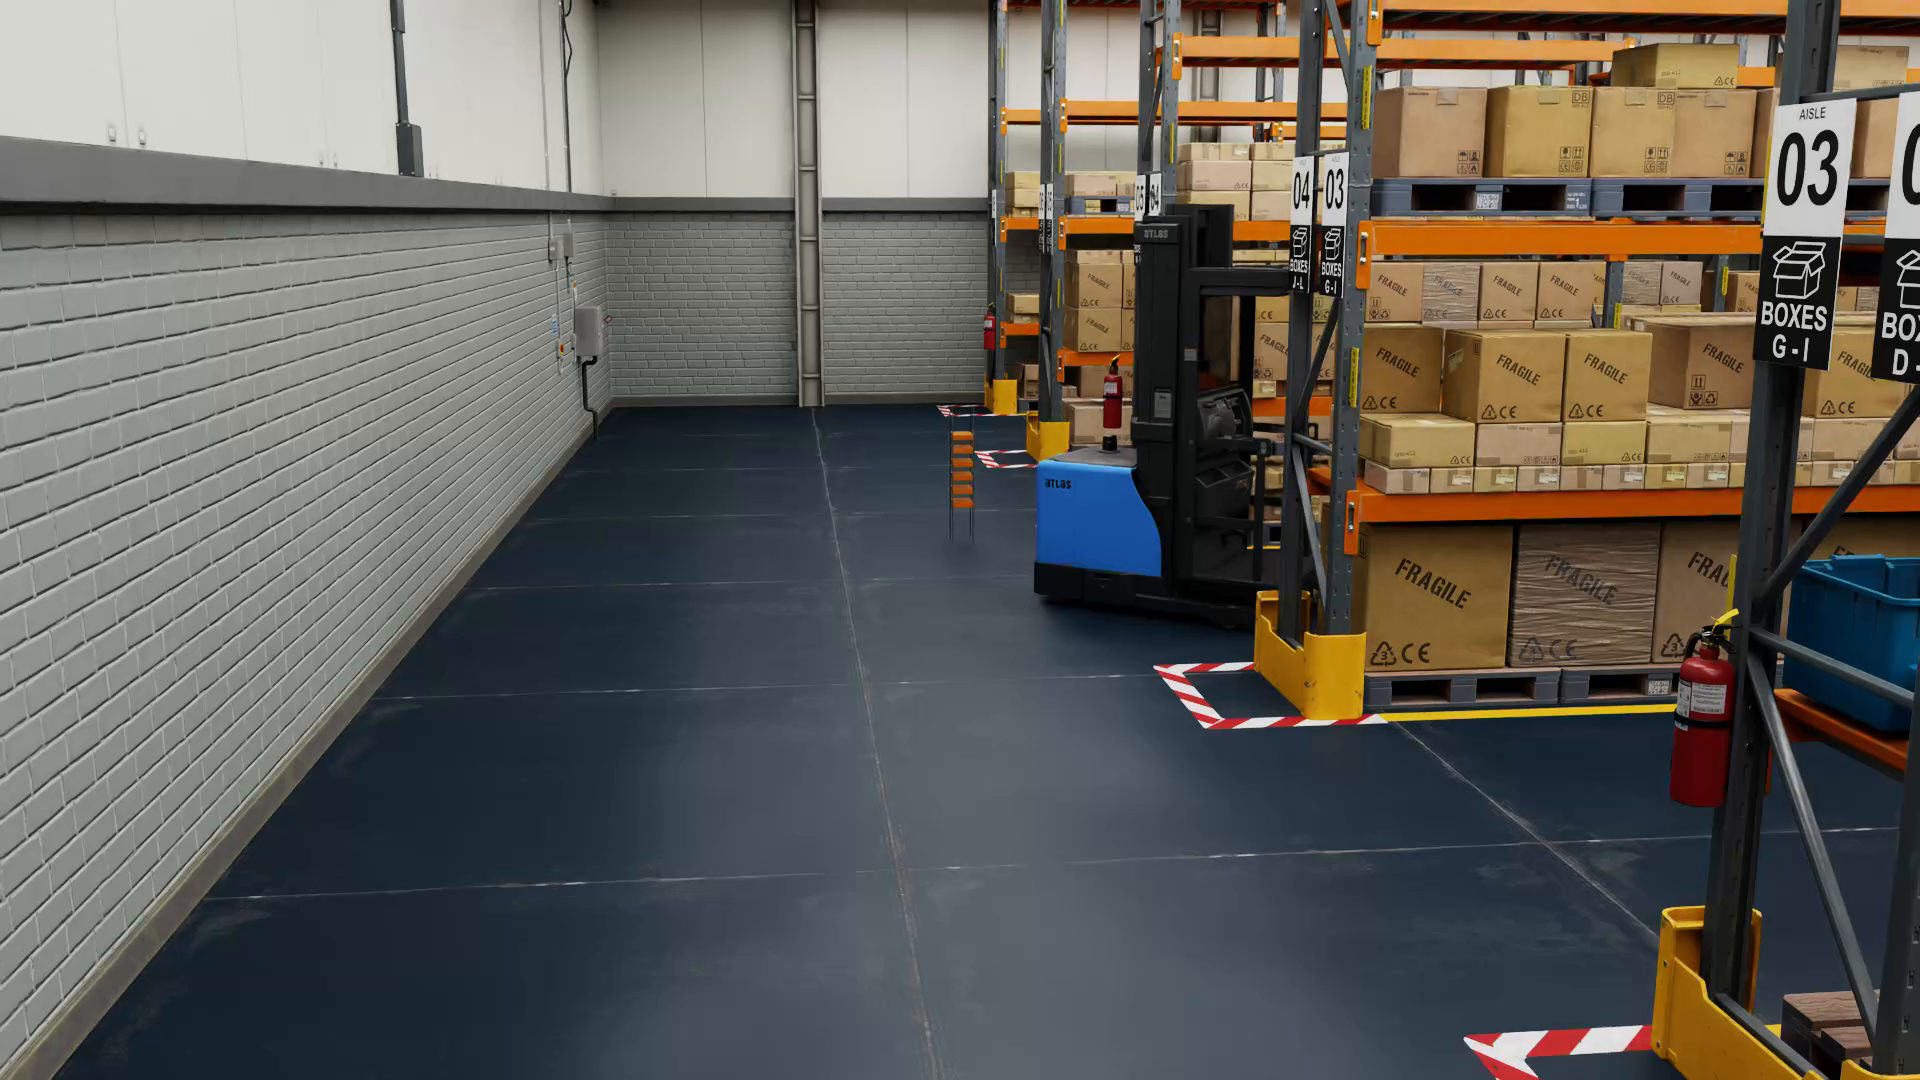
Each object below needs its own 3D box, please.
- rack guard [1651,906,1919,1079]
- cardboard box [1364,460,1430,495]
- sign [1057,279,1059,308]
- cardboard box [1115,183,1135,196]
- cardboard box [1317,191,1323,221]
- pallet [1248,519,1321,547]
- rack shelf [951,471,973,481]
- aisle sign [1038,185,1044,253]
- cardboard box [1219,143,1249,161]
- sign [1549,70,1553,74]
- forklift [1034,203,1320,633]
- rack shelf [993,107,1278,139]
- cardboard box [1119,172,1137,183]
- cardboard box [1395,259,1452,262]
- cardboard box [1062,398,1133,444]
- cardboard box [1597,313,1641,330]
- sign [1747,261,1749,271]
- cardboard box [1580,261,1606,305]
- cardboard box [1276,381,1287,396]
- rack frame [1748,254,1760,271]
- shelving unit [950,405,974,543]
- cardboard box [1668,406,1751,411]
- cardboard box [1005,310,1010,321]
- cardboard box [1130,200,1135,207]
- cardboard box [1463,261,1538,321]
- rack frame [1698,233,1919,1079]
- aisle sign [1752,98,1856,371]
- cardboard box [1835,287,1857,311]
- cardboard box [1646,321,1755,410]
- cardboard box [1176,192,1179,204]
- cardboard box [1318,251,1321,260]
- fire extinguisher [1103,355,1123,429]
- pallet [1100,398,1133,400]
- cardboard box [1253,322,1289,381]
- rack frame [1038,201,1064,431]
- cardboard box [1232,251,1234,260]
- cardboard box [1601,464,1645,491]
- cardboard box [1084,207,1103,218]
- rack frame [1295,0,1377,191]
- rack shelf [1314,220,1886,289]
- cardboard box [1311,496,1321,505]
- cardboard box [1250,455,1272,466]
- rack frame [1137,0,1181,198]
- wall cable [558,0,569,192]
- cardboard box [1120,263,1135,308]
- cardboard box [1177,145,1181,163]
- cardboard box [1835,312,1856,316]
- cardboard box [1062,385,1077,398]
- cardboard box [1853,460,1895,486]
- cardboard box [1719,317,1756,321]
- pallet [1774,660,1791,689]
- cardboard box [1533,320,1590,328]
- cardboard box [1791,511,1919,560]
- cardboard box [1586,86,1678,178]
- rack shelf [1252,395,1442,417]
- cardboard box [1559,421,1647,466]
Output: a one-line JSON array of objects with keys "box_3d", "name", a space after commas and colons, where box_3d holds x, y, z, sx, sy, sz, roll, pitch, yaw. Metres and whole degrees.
[{"box_3d": [2.646, 1.633, 5.268, 0.348, 0.500, 1.175, -1, 11, -6], "name": "rack guard"}, {"box_3d": [2.522, -0.368, 9.613, 0.250, 0.149, 0.380, -1, 11, -5], "name": "cardboard box"}, {"box_3d": [1.117, -2.804, 18.907, 0.005, 0.325, 0.100, -1, 11, -6], "name": "sign"}, {"box_3d": [1.909, -4.102, 19.483, 0.250, 0.149, 0.380, -2, 11, -10], "name": "cardboard box"}, {"box_3d": [3.207, -2.882, 14.364, 0.500, 0.250, 0.500, -2, 11, -8], "name": "cardboard box"}, {"box_3d": [2.585, -0.144, 15.051, 1.213, 0.211, 1.003, -1, 11, -6], "name": "pallet"}, {"box_3d": [0.014, -0.545, 14.762, 0.180, 0.103, 0.258, -1, 11, -6], "name": "rack shelf"}, {"box_3d": [0.958, -3.781, 19.584, 0.004, 0.787, 0.394, -1, 11, -6], "name": "aisle sign"}, {"box_3d": [2.300, -3.304, 14.183, 0.250, 0.149, 0.380, -1, 11, -4], "name": "cardboard box"}, {"box_3d": [8.545, -6.903, 24.025, 0.005, 0.325, 0.100, -1, 11, -6], "name": "sign"}, {"box_3d": [2.086, -0.908, 11.888, 3.031, 2.935, 1.130, 7, 13, 30], "name": "forklift"}, {"box_3d": [2.512, -6.030, 24.085, 4.000, 0.370, 1.077, -1, 11, -6], "name": "rack shelf"}, {"box_3d": [2.503, -5.182, 23.998, 0.500, 0.250, 0.500, -1, 11, -5], "name": "cardboard box"}, {"box_3d": [4.182, -2.288, 15.108, 0.500, 0.500, 0.500, -1, 11, -5], "name": "cardboard box"}, {"box_3d": [1.709, -1.429, 19.914, 0.875, 0.438, 0.875, -2, 11, -8], "name": "cardboard box"}, {"box_3d": [6.053, -2.004, 15.306, 0.250, 0.149, 0.380, -1, 11, -3], "name": "cardboard box"}, {"box_3d": [12.392, -4.219, 26.104, 0.005, 0.325, 0.100, -1, 11, -6], "name": "sign"}, {"box_3d": [7.527, -3.071, 19.863, 0.500, 0.500, 0.500, -1, 11, -6], "name": "cardboard box"}, {"box_3d": [2.821, -1.361, 14.666, 0.250, 0.149, 0.380, -1, 11, -3], "name": "cardboard box"}, {"box_3d": [12.453, -3.649, 25.654, 0.127, 3.000, 1.000, -1, 11, -6], "name": "rack frame"}, {"box_3d": [0.014, -0.589, 14.754, 0.189, 1.200, 0.258, -1, 11, -6], "name": "shelving unit"}, {"box_3d": [4.605, -0.722, 10.380, 0.500, 0.250, 0.500, -1, 11, -5], "name": "cardboard box"}, {"box_3d": [0.824, -3.334, 24.703, 0.250, 0.149, 0.380, -1, 11, -7], "name": "cardboard box"}, {"box_3d": [2.519, -4.938, 24.052, 0.500, 0.250, 0.500, -1, 11, -7], "name": "cardboard box"}, {"box_3d": [4.723, -2.196, 14.638, 0.500, 0.500, 0.500, -2, 11, -8], "name": "cardboard box"}, {"box_3d": [2.668, 0.403, 5.042, 0.127, 3.000, 1.000, -1, 11, -6], "name": "rack frame"}, {"box_3d": [2.565, -0.927, 5.069, 0.004, 0.787, 0.394, -1, 11, -6], "name": "aisle sign"}, {"box_3d": [10.533, -3.005, 20.256, 0.500, 0.500, 0.500, -1, 11, -5], "name": "cardboard box"}, {"box_3d": [4.599, -1.089, 10.305, 0.500, 0.500, 0.500, -2, 11, -8], "name": "cardboard box"}, {"box_3d": [2.122, -2.959, 14.754, 0.500, 0.250, 0.500, -1, 11, -7], "name": "cardboard box"}, {"box_3d": [4.245, -3.333, 19.514, 0.250, 0.149, 0.380, -1, 11, -6], "name": "cardboard box"}, {"box_3d": [1.398, -1.362, 15.189, 0.183, 0.674, 0.296, -1, 11, -6], "name": "fire extinguisher"}, {"box_3d": [2.602, -2.074, 24.871, 1.213, 0.211, 1.003, -1, 11, -6], "name": "pallet"}, {"box_3d": [2.704, -1.668, 14.544, 0.500, 0.500, 0.500, -1, 11, -6], "name": "cardboard box"}, {"box_3d": [1.063, -2.447, 19.540, 0.127, 3.000, 1.000, -1, 11, -6], "name": "rack frame"}, {"box_3d": [2.992, -3.284, 19.262, 0.250, 0.149, 0.380, -1, 11, -7], "name": "cardboard box"}, {"box_3d": [3.800, -0.395, 9.752, 0.250, 0.149, 0.380, -1, 11, -7], "name": "cardboard box"}, {"box_3d": [1.899, -4.715, 23.949, 0.250, 0.149, 0.380, -1, 11, -6], "name": "cardboard box"}, {"box_3d": [2.134, -3.490, 9.295, 0.127, 3.000, 1.000, -1, 11, -6], "name": "rack frame"}, {"box_3d": [4.122, -1.707, 9.865, 4.000, 0.370, 1.077, -1, 11, -6], "name": "rack shelf"}, {"box_3d": [3.026, -0.416, 14.741, 0.250, 0.149, 0.380, -1, 11, -4], "name": "cardboard box"}, {"box_3d": [2.697, -0.683, 15.325, 0.250, 0.149, 0.380, -1, 11, -7], "name": "cardboard box"}, {"box_3d": [1.698, -4.444, 14.144, 0.127, 3.000, 1.000, -1, 11, -6], "name": "rack frame"}, {"box_3d": [-4.640, -5.363, 18.818, 0.029, 3.000, 2.355, -1, 11, -6], "name": "wall cable"}, {"box_3d": [2.084, -2.954, 19.269, 0.500, 0.500, 0.500, -2, 11, -8], "name": "cardboard box"}, {"box_3d": [1.997, -3.403, 14.683, 0.250, 0.149, 0.380, -1, 11, -7], "name": "cardboard box"}, {"box_3d": [8.128, -2.047, 15.526, 0.250, 0.149, 0.380, -1, 11, -3], "name": "cardboard box"}, {"box_3d": [1.568, -2.202, 24.596, 0.250, 0.149, 0.380, -2, 11, -8], "name": "cardboard box"}, {"box_3d": [5.331, -0.427, 9.915, 0.250, 0.149, 0.380, -1, 11, -7], "name": "cardboard box"}, {"box_3d": [6.896, -1.895, 14.750, 0.250, 0.149, 0.380, -1, 11, -7], "name": "cardboard box"}, {"box_3d": [5.346, 0.739, 10.562, 1.213, 0.211, 1.003, -1, 11, -6], "name": "pallet"}, {"box_3d": [5.225, -1.714, 14.781, 0.500, 0.500, 0.500, -1, 11, -6], "name": "cardboard box"}, {"box_3d": [5.445, 0.205, 10.470, 0.875, 0.875, 0.875, -1, 11, -6], "name": "cardboard box"}, {"box_3d": [3.726, -2.353, 9.676, 0.500, 0.500, 0.700, -2, 11, -10], "name": "cardboard box"}, {"box_3d": [3.687, -1.189, 15.004, 4.000, 0.370, 1.077, -1, 11, -6], "name": "rack shelf"}, {"box_3d": [3.656, -0.599, 9.758, 0.500, 0.250, 0.500, -2, 11, -8], "name": "cardboard box"}]
